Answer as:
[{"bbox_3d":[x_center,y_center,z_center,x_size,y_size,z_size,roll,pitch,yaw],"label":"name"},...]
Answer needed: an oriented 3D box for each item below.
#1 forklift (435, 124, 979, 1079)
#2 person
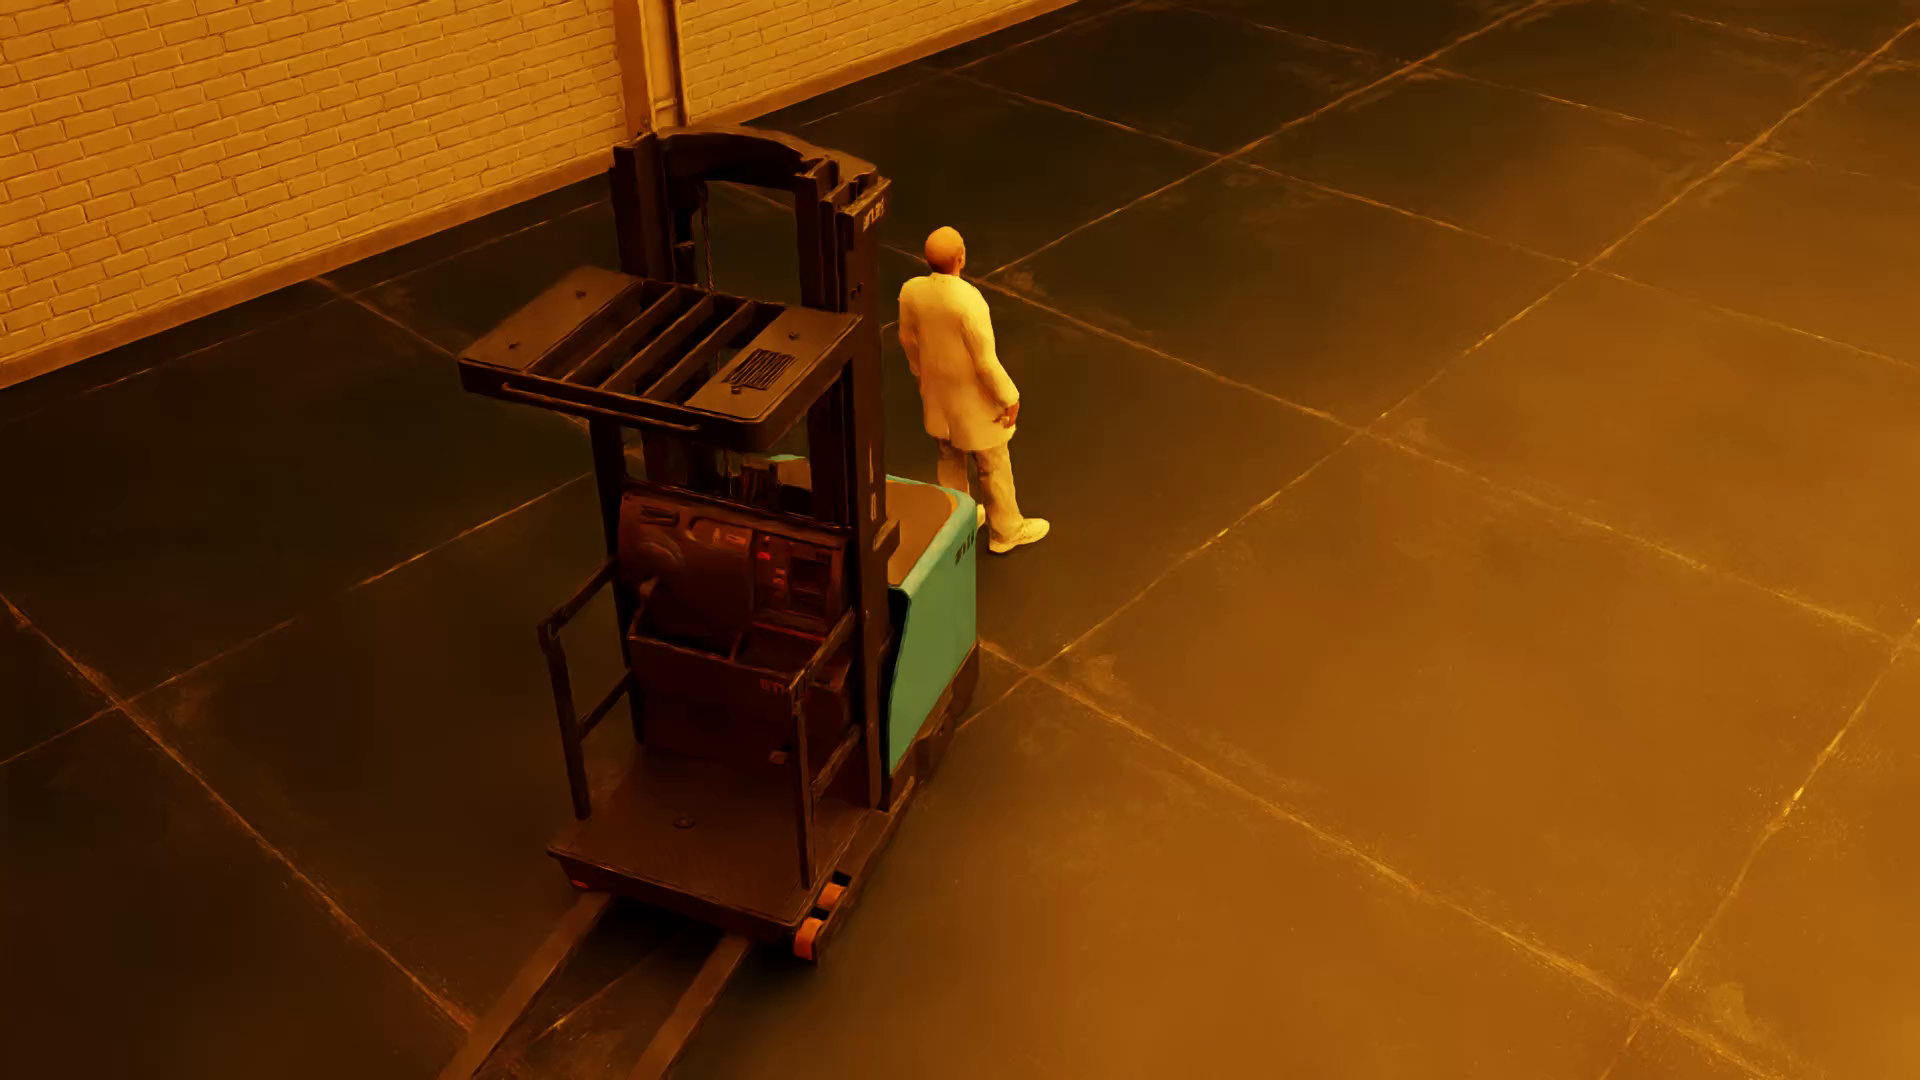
[{"bbox_3d":[-0.932,0.148,6.008,1.130,2.935,3.031,13,37,18],"label":"forklift"},{"bbox_3d":[0.064,-0.774,8.347,0.694,1.776,0.579,27,43,33],"label":"person"}]
